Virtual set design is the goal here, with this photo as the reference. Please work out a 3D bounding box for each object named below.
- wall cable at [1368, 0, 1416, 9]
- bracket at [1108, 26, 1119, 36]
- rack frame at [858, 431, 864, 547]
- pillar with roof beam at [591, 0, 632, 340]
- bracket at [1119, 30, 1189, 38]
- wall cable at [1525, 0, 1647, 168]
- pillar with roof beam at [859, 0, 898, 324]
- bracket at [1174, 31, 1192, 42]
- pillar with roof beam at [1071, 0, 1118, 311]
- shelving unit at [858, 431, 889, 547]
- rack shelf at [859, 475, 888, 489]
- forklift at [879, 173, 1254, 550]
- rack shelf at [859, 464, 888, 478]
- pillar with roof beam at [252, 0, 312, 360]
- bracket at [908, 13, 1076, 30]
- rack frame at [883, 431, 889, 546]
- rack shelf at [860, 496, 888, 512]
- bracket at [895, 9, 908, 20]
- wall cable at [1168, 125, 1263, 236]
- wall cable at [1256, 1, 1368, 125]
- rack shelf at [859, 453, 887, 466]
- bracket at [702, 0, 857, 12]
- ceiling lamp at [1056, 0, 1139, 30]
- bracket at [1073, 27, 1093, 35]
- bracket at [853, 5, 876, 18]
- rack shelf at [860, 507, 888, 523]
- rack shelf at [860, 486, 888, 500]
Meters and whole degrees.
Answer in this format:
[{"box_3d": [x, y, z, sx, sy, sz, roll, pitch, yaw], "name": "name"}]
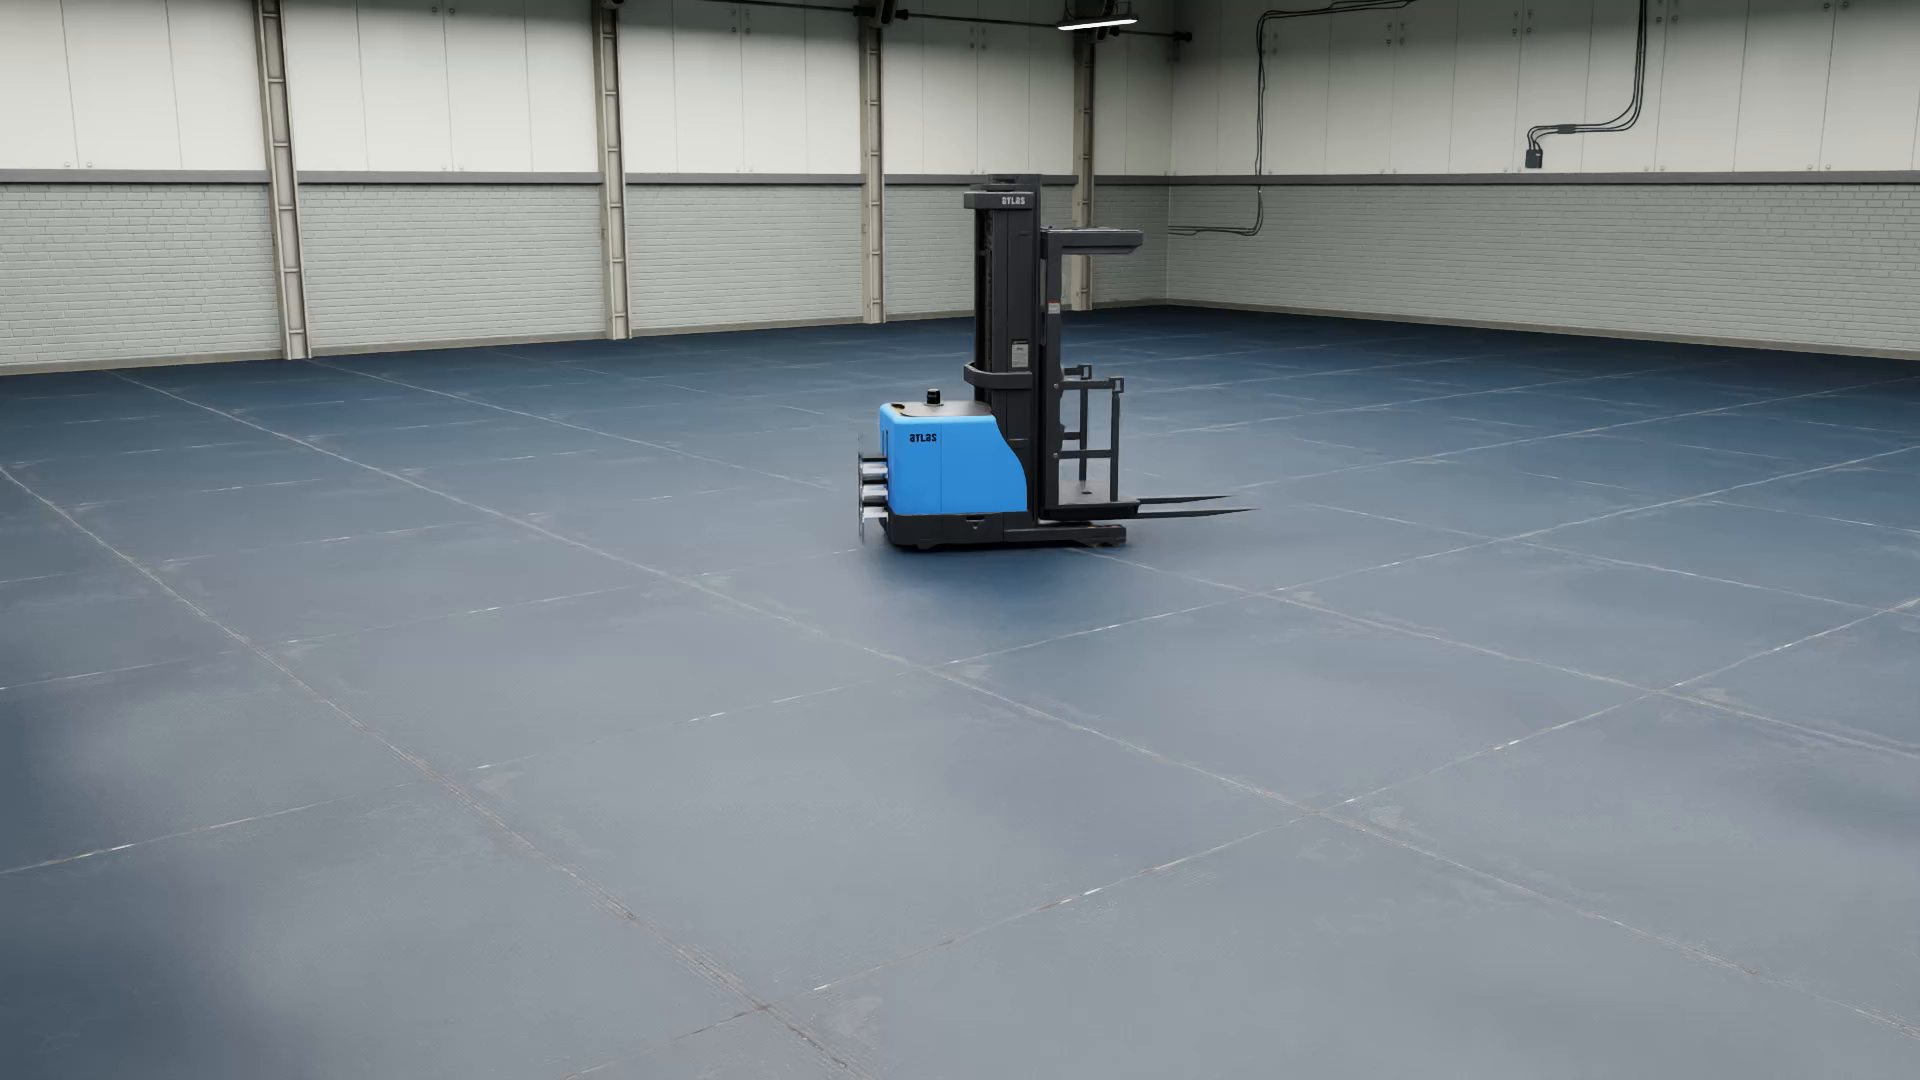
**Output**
[{"box_3d": [9.603, -12.213, 33.847, 0.112, 2.526, 3.097, -9, 15, -38], "name": "wall cable"}, {"box_3d": [3.399, -11.567, 37.770, 0.430, 0.232, 0.235, -9, 15, -38], "name": "bracket"}, {"box_3d": [-0.800, -0.411, 13.398, 0.006, 0.900, 0.240, -2, 12, -10], "name": "rack frame"}, {"box_3d": [-3.828, -7.554, 27.540, 0.548, 9.000, 9.100, -9, 15, -38], "name": "pillar with roof beam"}, {"box_3d": [4.789, -11.797, 38.857, 3.189, 0.066, 0.076, -9, 15, -38], "name": "bracket"}, {"box_3d": [11.898, -10.099, 31.337, 0.169, 6.003, 2.305, -9, 15, -38], "name": "wall cable"}, {"box_3d": [0.857, -8.333, 31.206, 0.548, 9.000, 9.100, -9, 15, -38], "name": "pillar with roof beam"}, {"box_3d": [5.250, -11.874, 39.218, 0.430, 0.232, 0.235, -9, 15, -38], "name": "bracket"}, {"box_3d": [5.543, -9.111, 34.873, 0.548, 9.000, 9.100, -9, 15, -38], "name": "pillar with roof beam"}, {"box_3d": [-0.700, -0.415, 13.416, 0.210, 0.900, 0.258, -2, 12, -10], "name": "shelving unit"}, {"box_3d": [-0.700, -0.470, 13.404, 0.200, 0.077, 0.258, -2, 12, -10], "name": "rack shelf"}, {"box_3d": [0.885, -1.483, 13.555, 3.031, 2.935, 1.130, -2, 12, -10], "name": "forklift"}, {"box_3d": [-0.700, -0.558, 13.385, 0.200, 0.077, 0.258, -2, 12, -10], "name": "rack shelf"}, {"box_3d": [-8.513, -6.776, 23.873, 0.400, 9.000, 9.100, -9, 15, -38], "name": "pillar with roof beam"}, {"box_3d": [0.739, -11.125, 35.688, 4.783, 0.066, 0.076, -9, 15, -38], "name": "bracket"}, {"box_3d": [-0.600, -0.419, 13.434, 0.006, 0.900, 0.240, -2, 12, -10], "name": "rack frame"}, {"box_3d": [-0.700, -0.294, 13.441, 0.200, 0.077, 0.258, -2, 12, -10], "name": "rack shelf"}, {"box_3d": [-1.286, -10.788, 34.103, 0.430, 0.232, 0.235, -9, 15, -38], "name": "bracket"}, {"box_3d": [5.980, -8.458, 39.274, 0.112, 2.526, 3.097, -9, 15, -38], "name": "wall cable"}, {"box_3d": [7.670, -10.490, 36.683, 0.112, 2.526, 3.097, -9, 15, -38], "name": "wall cable"}, {"box_3d": [-0.700, -0.646, 13.367, 0.200, 0.077, 0.258, -2, 12, -10], "name": "rack shelf"}, {"box_3d": [-3.946, -10.346, 32.021, 4.783, 0.066, 0.076, -9, 15, -38], "name": "bracket"}, {"box_3d": [2.803, -11.393, 31.566, 0.800, 3.185, 2.000, -9, 15, -38], "name": "ceiling lamp"}, {"box_3d": [2.751, -11.459, 37.262, 0.430, 0.232, 0.235, -9, 15, -38], "name": "bracket"}, {"box_3d": [-1.934, -10.680, 33.596, 0.430, 0.232, 0.235, -9, 15, -38], "name": "bracket"}, {"box_3d": [-0.700, -0.206, 13.460, 0.200, 0.077, 0.258, -2, 12, -10], "name": "rack shelf"}, {"box_3d": [-0.700, -0.382, 13.423, 0.200, 0.077, 0.258, -2, 12, -10], "name": "rack shelf"}]
